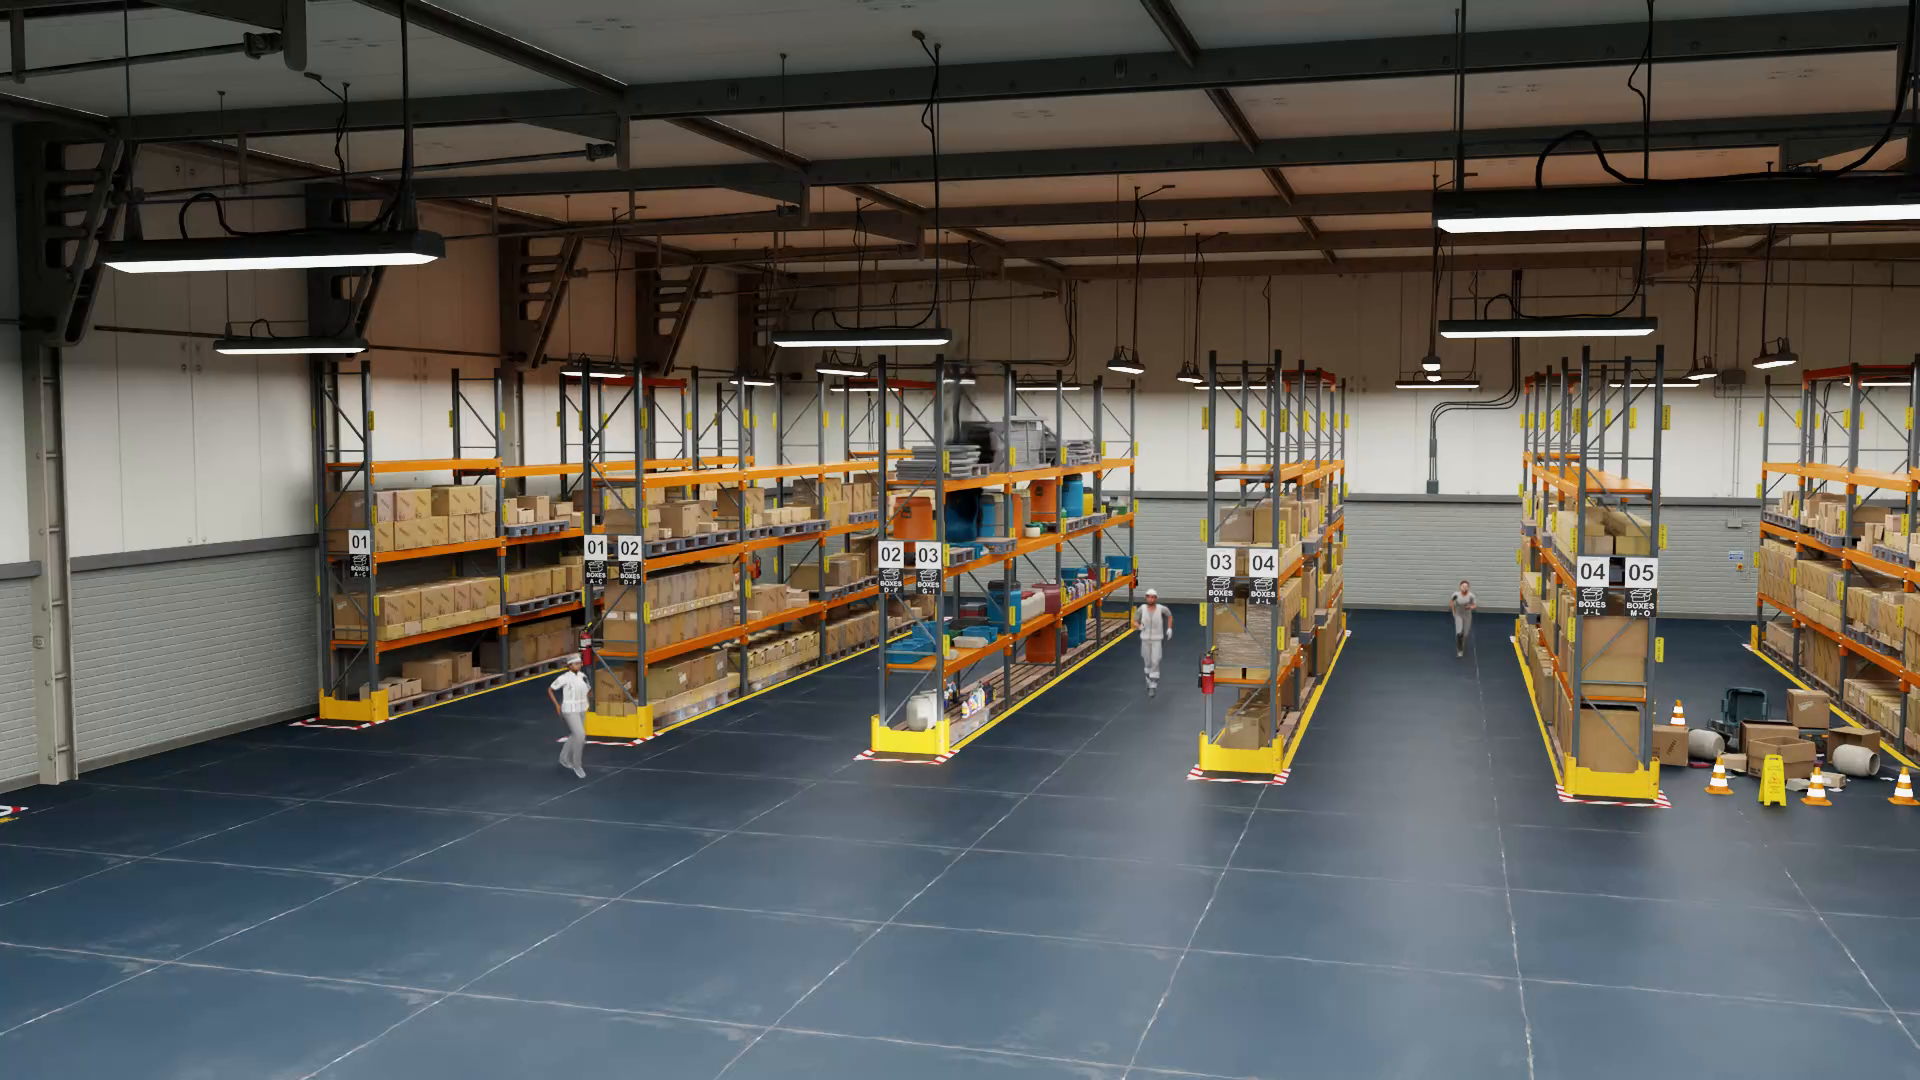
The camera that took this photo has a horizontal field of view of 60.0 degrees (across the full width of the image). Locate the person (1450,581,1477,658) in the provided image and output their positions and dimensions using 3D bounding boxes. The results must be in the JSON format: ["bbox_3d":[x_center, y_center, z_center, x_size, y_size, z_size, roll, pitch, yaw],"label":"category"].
[{"bbox_3d":[10.627,1.673,35.107,0.527,1.655,0.766,1,4,11],"label":"person"}]

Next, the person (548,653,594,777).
[{"bbox_3d":[-5.463,2.481,23.582,0.738,1.754,0.543,2,5,30],"label":"person"}]

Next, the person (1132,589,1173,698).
[{"bbox_3d":[3.315,1.757,28.743,0.681,1.833,0.815,1,4,14],"label":"person"}]

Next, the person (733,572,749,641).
[{"bbox_3d":[-4.938,1.529,37.225,0.602,1.655,0.912,1,4,15],"label":"person"}]
